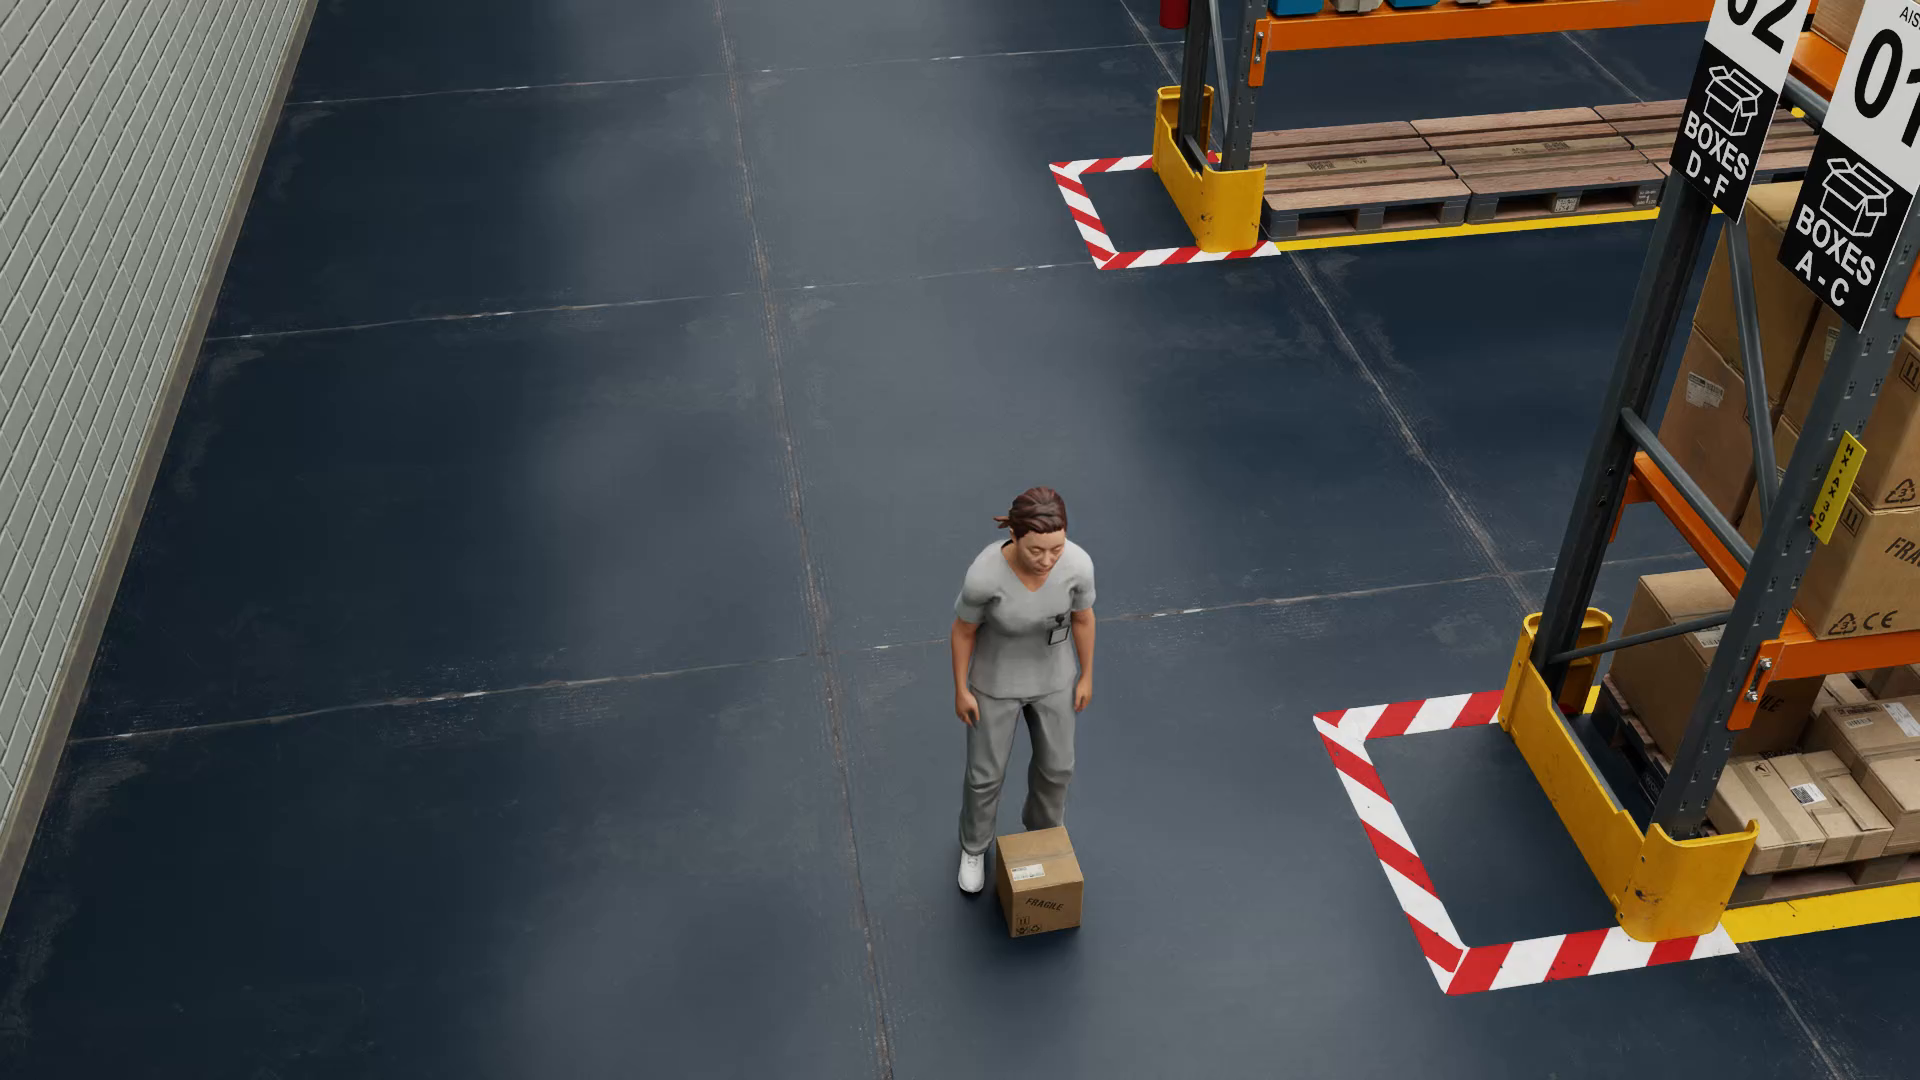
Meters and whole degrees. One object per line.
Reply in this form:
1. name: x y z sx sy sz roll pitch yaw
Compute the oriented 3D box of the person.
1. person: 0.214 0.498 5.552 0.486 1.651 0.343 -7 39 -9
